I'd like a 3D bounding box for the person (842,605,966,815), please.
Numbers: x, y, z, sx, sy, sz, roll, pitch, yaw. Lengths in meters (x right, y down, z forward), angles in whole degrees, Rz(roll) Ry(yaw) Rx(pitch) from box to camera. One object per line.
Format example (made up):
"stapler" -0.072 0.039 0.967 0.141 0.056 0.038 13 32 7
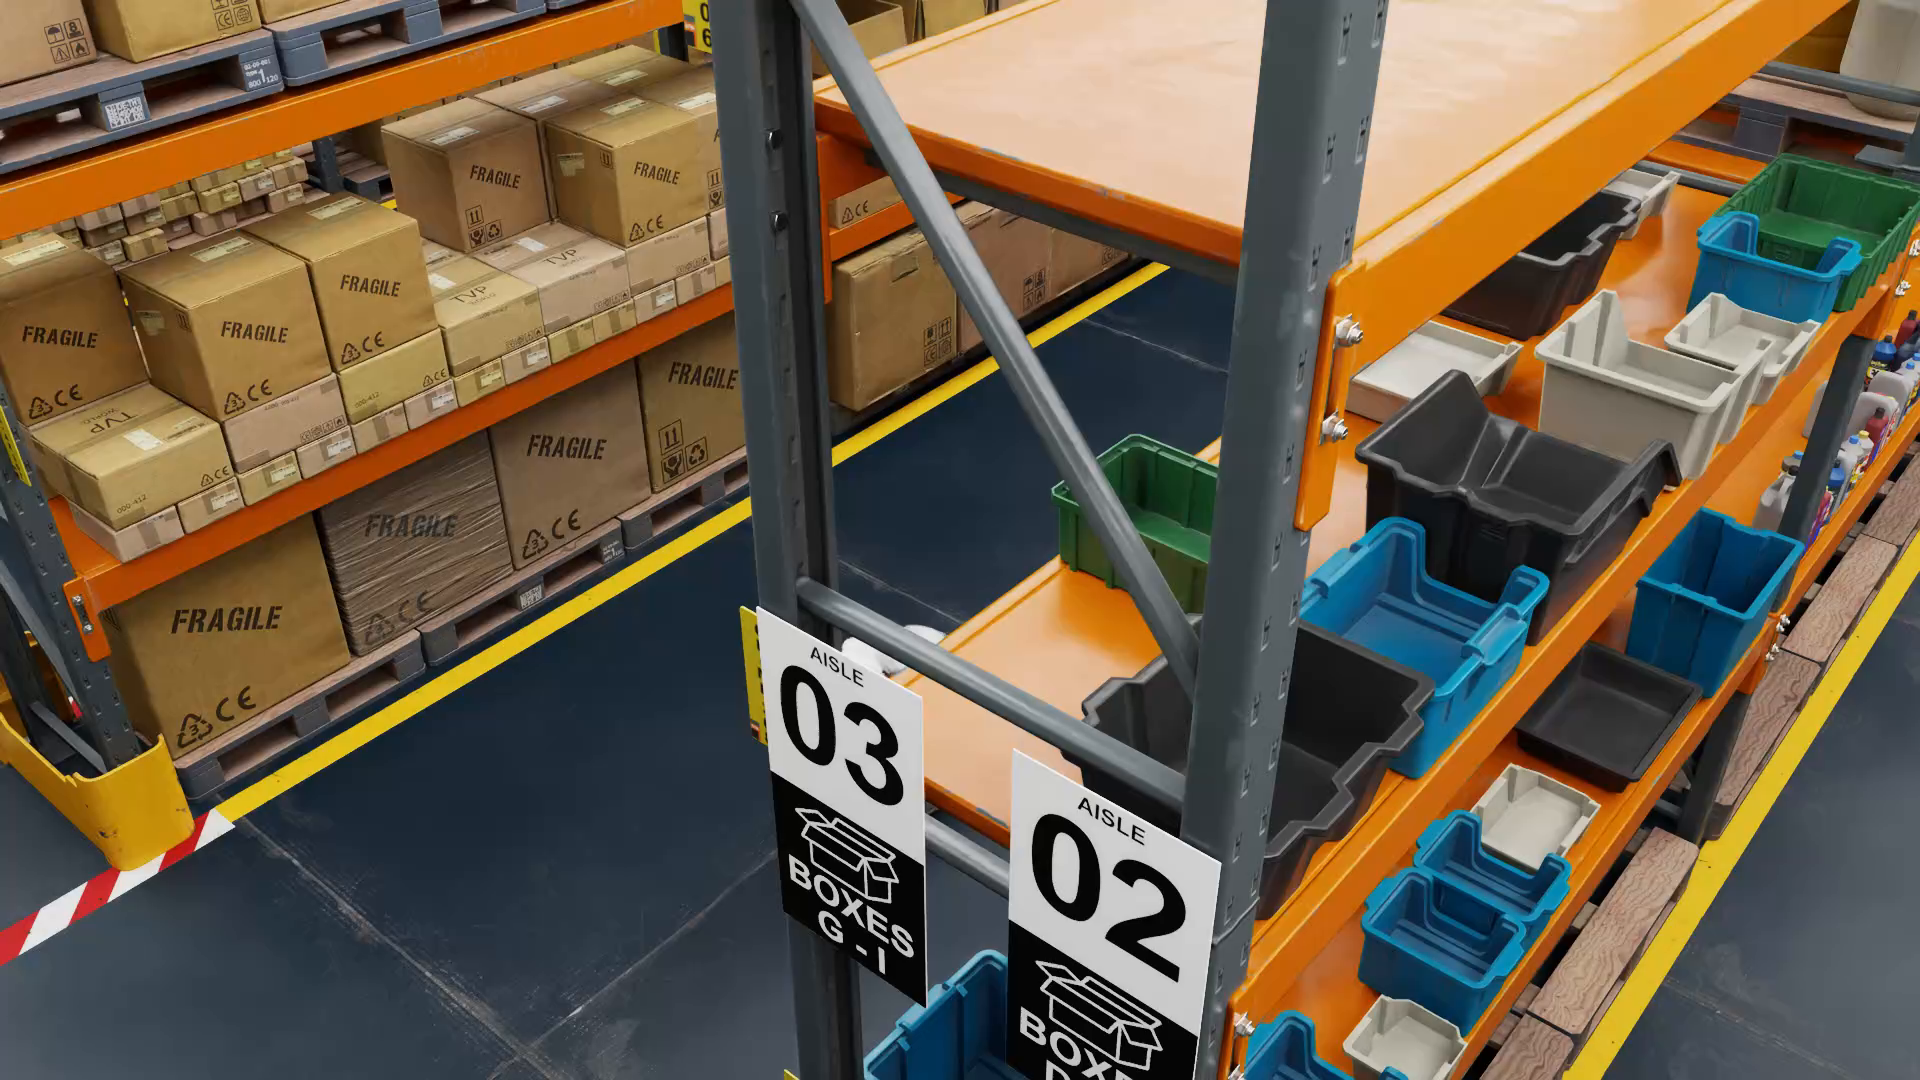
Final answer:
"person" -0.277 0.714 6.873 0.509 0.993 0.951 24 41 30
